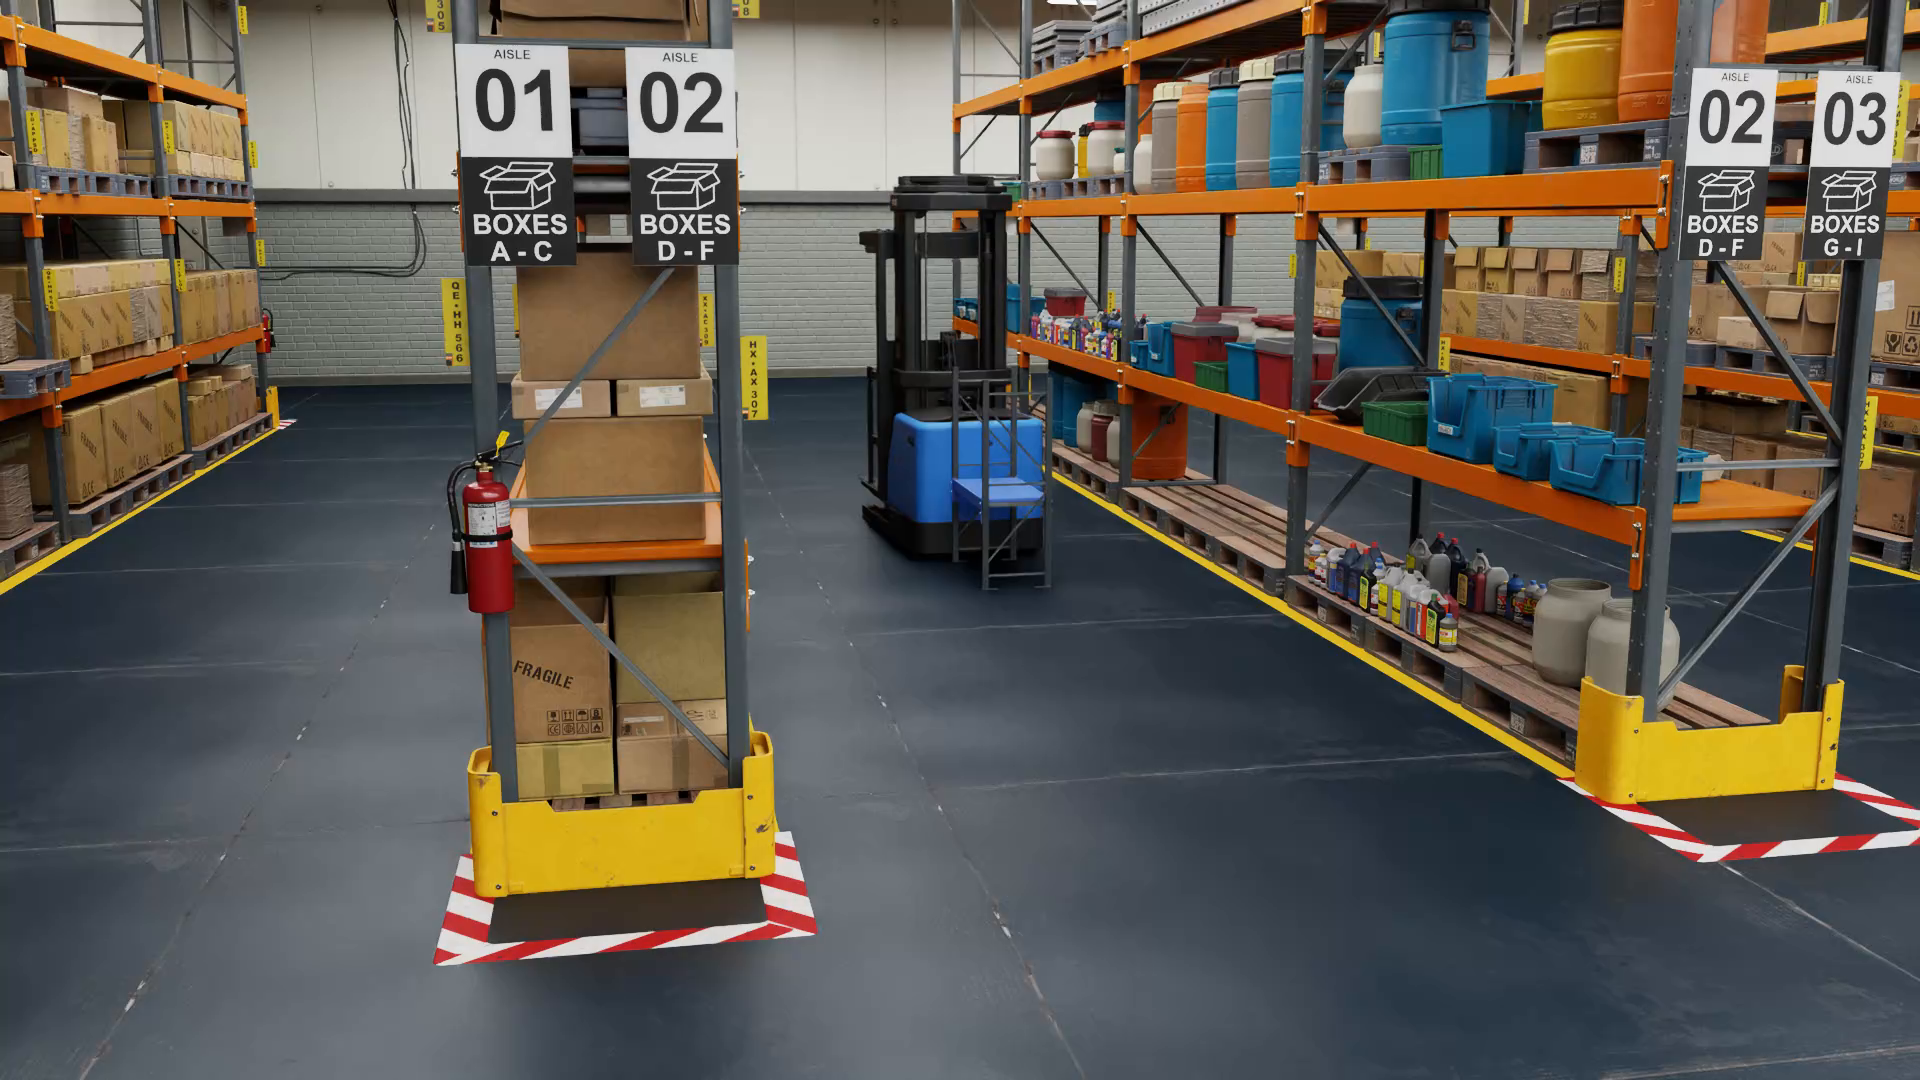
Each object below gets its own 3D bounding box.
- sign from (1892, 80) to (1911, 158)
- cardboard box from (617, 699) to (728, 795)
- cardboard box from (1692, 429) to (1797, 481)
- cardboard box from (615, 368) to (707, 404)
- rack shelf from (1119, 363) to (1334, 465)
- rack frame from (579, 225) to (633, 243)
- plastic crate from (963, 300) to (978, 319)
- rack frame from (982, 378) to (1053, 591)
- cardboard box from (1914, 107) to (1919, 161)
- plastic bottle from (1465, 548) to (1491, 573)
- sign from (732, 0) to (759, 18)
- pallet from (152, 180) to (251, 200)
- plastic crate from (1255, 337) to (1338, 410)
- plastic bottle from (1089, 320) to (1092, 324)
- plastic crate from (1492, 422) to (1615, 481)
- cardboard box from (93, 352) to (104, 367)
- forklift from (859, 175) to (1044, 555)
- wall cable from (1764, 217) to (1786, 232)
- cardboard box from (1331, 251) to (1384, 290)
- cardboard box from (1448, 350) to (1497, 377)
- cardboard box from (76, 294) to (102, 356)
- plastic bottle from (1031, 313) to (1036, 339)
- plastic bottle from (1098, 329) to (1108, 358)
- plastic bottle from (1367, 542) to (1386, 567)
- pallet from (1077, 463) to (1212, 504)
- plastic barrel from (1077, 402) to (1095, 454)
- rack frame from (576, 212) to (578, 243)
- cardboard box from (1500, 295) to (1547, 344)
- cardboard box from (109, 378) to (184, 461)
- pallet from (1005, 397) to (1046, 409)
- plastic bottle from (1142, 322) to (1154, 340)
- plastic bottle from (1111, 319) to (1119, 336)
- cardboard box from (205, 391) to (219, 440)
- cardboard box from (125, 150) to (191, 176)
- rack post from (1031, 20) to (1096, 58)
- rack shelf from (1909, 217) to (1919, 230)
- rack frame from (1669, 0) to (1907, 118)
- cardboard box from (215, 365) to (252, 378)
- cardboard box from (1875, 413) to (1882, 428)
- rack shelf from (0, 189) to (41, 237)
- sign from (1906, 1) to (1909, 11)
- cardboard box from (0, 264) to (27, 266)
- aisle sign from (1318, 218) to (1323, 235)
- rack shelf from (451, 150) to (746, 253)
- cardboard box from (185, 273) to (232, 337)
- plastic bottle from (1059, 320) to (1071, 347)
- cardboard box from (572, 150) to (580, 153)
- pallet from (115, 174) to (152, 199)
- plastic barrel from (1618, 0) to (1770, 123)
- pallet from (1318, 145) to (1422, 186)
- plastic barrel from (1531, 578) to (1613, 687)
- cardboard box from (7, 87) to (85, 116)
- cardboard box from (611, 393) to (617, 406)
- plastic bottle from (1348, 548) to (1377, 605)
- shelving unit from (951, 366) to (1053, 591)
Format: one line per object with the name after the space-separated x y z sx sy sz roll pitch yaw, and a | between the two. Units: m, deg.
4.056 -1.823 7.203 0.100 0.325 0.005 -2 11 -11 | sign
-1.230 0.892 7.218 0.500 0.250 0.500 -2 11 -11 | cardboard box
7.089 -0.738 15.058 0.700 0.500 0.500 -3 11 -16 | cardboard box
-1.263 -0.642 7.044 0.380 0.149 0.250 -2 11 -12 | cardboard box
2.349 -1.072 13.233 1.077 0.370 4.000 -2 11 -11 | rack shelf
-4.456 -3.080 21.859 1.000 3.000 0.127 -2 11 -11 | rack frame
0.257 -3.029 21.876 0.416 0.233 0.300 -2 11 -11 | plastic crate
0.403 -0.388 11.726 0.500 1.500 0.032 -2 11 -12 | rack frame
7.602 -3.060 12.327 0.797 0.503 0.637 -3 11 -14 | cardboard box
3.246 0.228 10.383 0.144 0.351 0.185 -2 11 -11 | plastic bottle
-0.798 -2.107 6.172 0.100 0.325 0.005 -2 11 -11 | sign
-9.159 -4.194 19.924 1.003 0.211 1.213 -2 11 -11 | pallet
2.343 -1.168 11.640 0.402 0.464 0.583 -2 11 -11 | plastic crate
1.457 -2.360 18.606 0.097 0.201 0.097 0 11 0 | plastic bottle
3.004 -0.453 8.450 0.499 0.251 0.408 -2 11 -11 | plastic crate
-7.872 -1.623 14.817 0.380 0.149 0.250 -2 11 -10 | cardboard box
-0.221 -1.557 14.038 1.130 2.935 3.031 -3 11 -15 | forklift
15.252 -5.387 31.257 0.588 1.984 0.122 -2 11 -11 | wall cable
5.295 -3.596 22.170 0.500 0.500 0.500 -2 11 -13 | cardboard box
6.184 -1.752 19.440 1.225 0.875 0.875 -2 11 -11 | cardboard box
-7.694 -1.832 14.184 0.500 0.500 0.500 -2 11 -9 | cardboard box
0.835 -2.386 18.523 0.061 0.283 0.133 -2 11 -11 | plastic bottle
1.375 -1.888 15.938 0.097 0.271 0.097 0 11 0 | plastic bottle
2.629 0.184 10.615 0.144 0.351 0.185 -2 11 -11 | plastic bottle
1.766 -0.566 16.105 1.003 0.211 1.213 -2 11 -11 | pallet
1.431 -1.173 17.369 0.421 0.512 0.421 0 11 0 | plastic barrel
-3.678 -2.347 18.004 1.000 3.000 0.127 -2 11 -11 | rack frame
6.186 -2.384 17.929 0.500 0.500 0.500 -2 11 -10 | cardboard box
-8.282 -1.202 16.614 0.750 0.750 0.750 -2 11 -10 | cardboard box
0.526 -1.737 22.260 1.003 0.211 1.213 -2 11 -11 | pallet
1.923 -2.077 16.919 0.152 0.276 0.135 -2 11 -11 | plastic bottle
1.652 -2.210 17.632 0.097 0.271 0.097 0 11 0 | plastic bottle
-8.675 -1.377 18.474 0.700 0.500 0.500 -2 11 -12 | cardboard box
-8.412 -3.958 17.455 0.500 0.250 0.500 -2 11 -11 | cardboard box
1.315 -5.281 17.575 0.937 0.300 0.954 -2 11 -12 | rack post
15.372 -4.554 23.501 1.077 0.370 4.000 -2 11 -11 | rack shelf
3.516 -3.272 6.823 1.000 3.000 0.127 -2 11 -11 | rack frame
-8.876 -2.055 20.298 0.380 0.149 0.250 -2 11 -12 | cardboard box
10.913 -1.604 19.666 0.500 0.500 0.500 -2 11 -8 | cardboard box
-7.369 -2.186 11.059 1.077 0.370 4.000 -2 11 -11 | rack shelf
11.468 -6.373 20.192 0.100 0.325 0.005 -2 11 -11 | sign
-8.294 -2.269 14.473 0.500 0.250 0.500 -2 11 -12 | cardboard box
4.954 -4.719 23.517 0.394 0.787 0.004 -2 11 -11 | aisle sign
-1.733 -1.633 8.155 1.077 0.370 4.000 -2 11 -11 | rack shelf
-8.913 -2.681 18.956 0.980 0.700 0.700 -3 11 -14 | cardboard box
1.123 -2.154 17.324 0.152 0.276 0.135 -2 11 -11 | plastic bottle
-2.232 -2.599 10.585 0.500 0.250 0.500 -1 11 -5 | cardboard box
-8.309 -3.379 15.918 0.805 0.209 1.217 -3 11 -13 | pallet
3.297 -2.301 7.468 0.600 0.830 0.708 -2 11 -11 | plastic barrel
2.974 -2.311 10.299 1.213 0.211 1.003 -2 11 -11 | pallet
3.215 0.481 8.680 0.421 0.512 0.421 0 11 0 | plastic barrel
-8.371 -4.006 15.251 0.500 0.250 0.500 -2 11 -13 | cardboard box
-1.529 -0.377 7.389 0.700 0.500 0.500 -2 11 -10 | cardboard box
2.524 0.224 10.406 0.144 0.351 0.185 -3 11 -13 | plastic bottle
0.296 -0.481 12.214 0.538 1.500 1.048 -2 11 -12 | shelving unit
